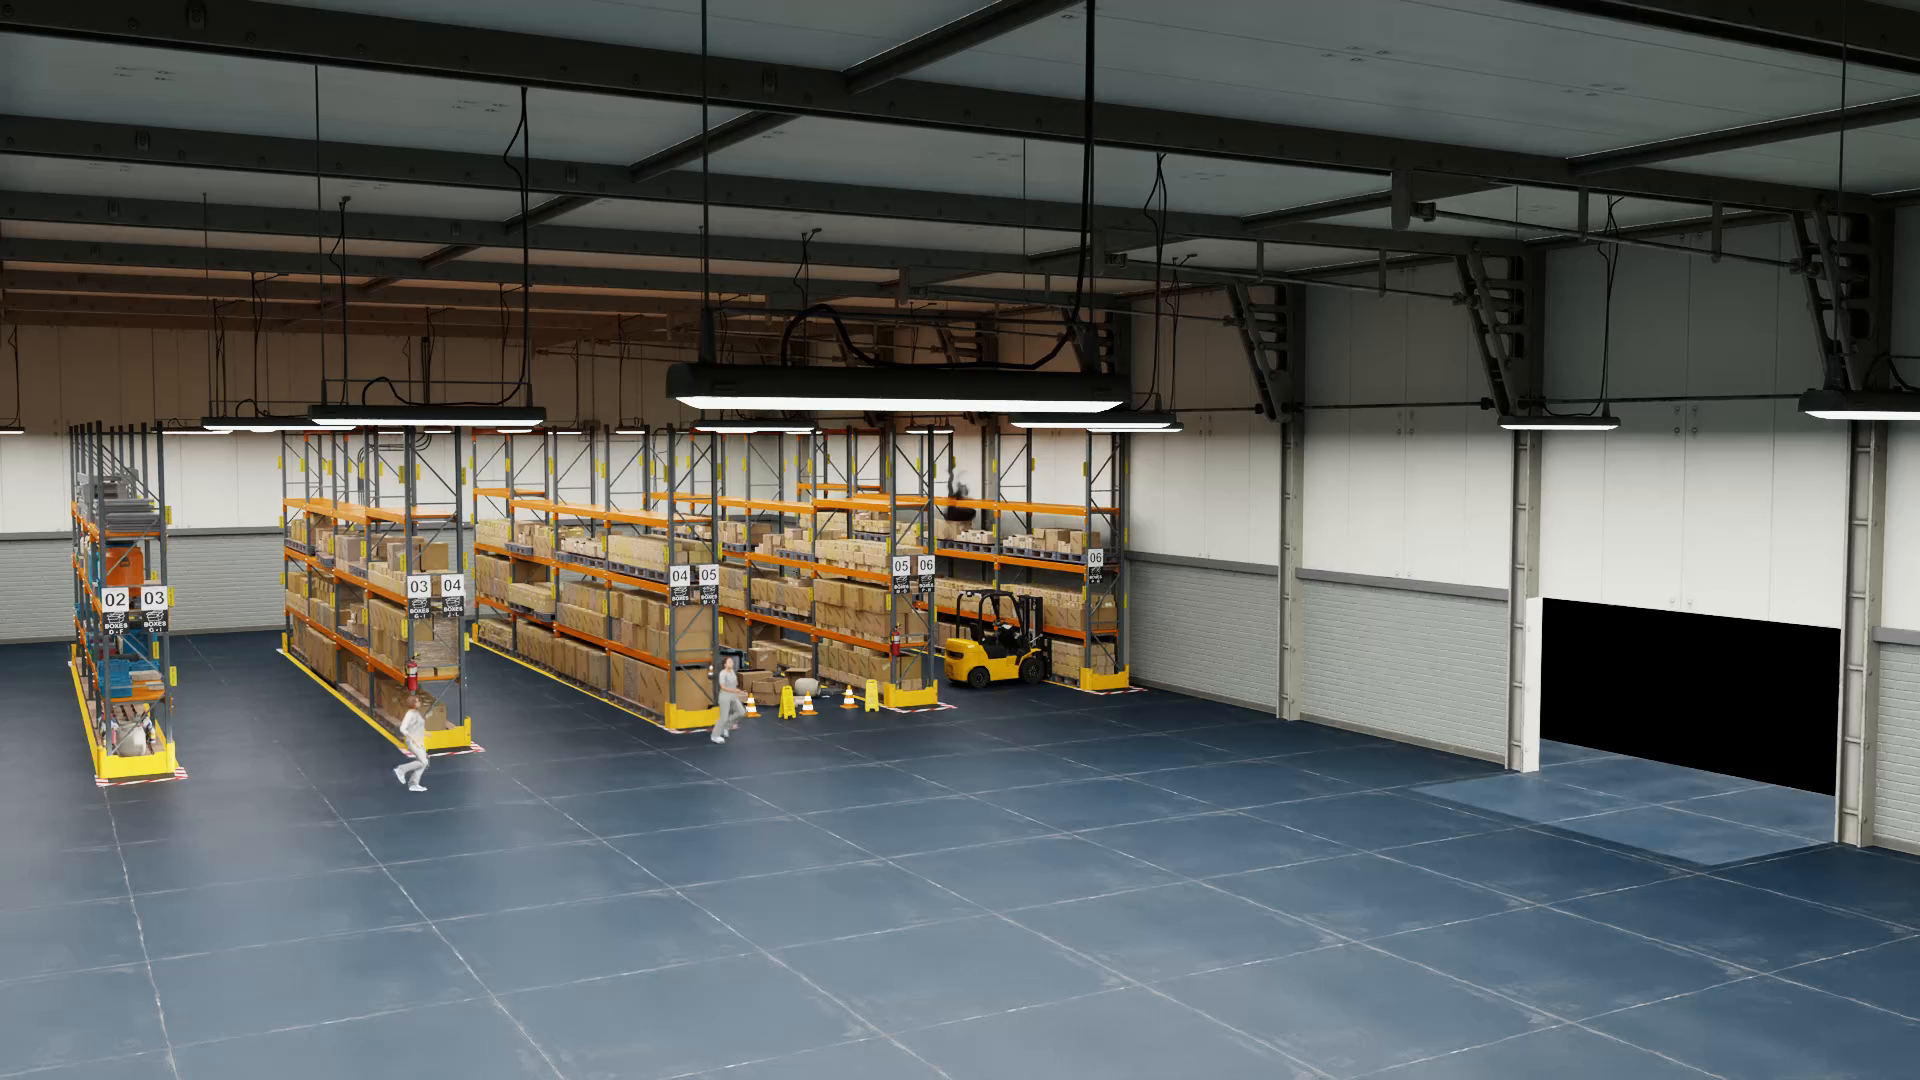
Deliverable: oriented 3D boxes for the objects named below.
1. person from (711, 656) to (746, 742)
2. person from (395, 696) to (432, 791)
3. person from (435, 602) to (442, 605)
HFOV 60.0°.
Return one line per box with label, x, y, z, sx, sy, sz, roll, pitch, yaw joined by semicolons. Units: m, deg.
person;-4.324;2.976;31.166;0.729;1.623;0.587;2;4;28
person;-8.831;3.290;26.865;0.547;1.554;0.537;0;4;-3
person;-14.556;2.046;46.507;0.645;1.651;0.762;2;4;23
